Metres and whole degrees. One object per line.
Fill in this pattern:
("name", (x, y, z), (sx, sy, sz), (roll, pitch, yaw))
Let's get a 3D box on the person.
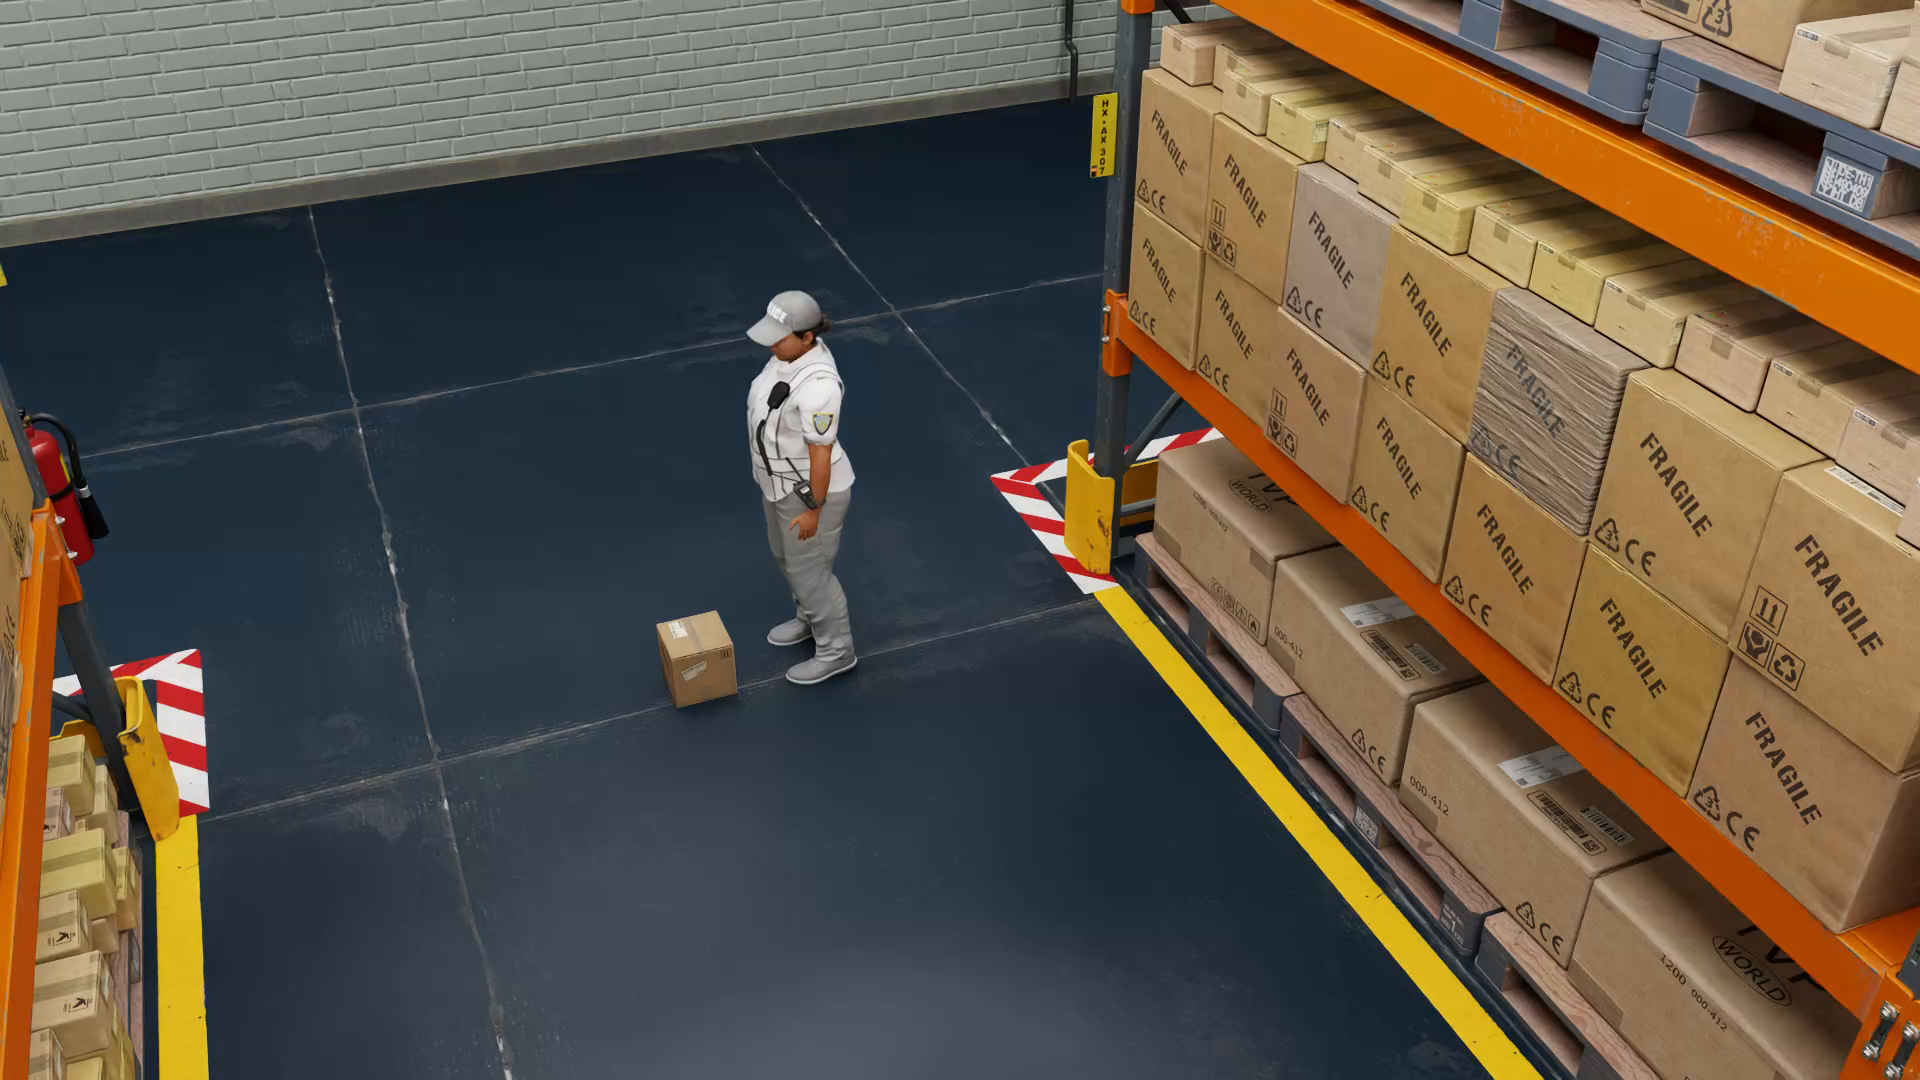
("person", (-0.614, -0.200, 6.450), (0.390, 1.662, 0.469), (-12, 36, -18))
